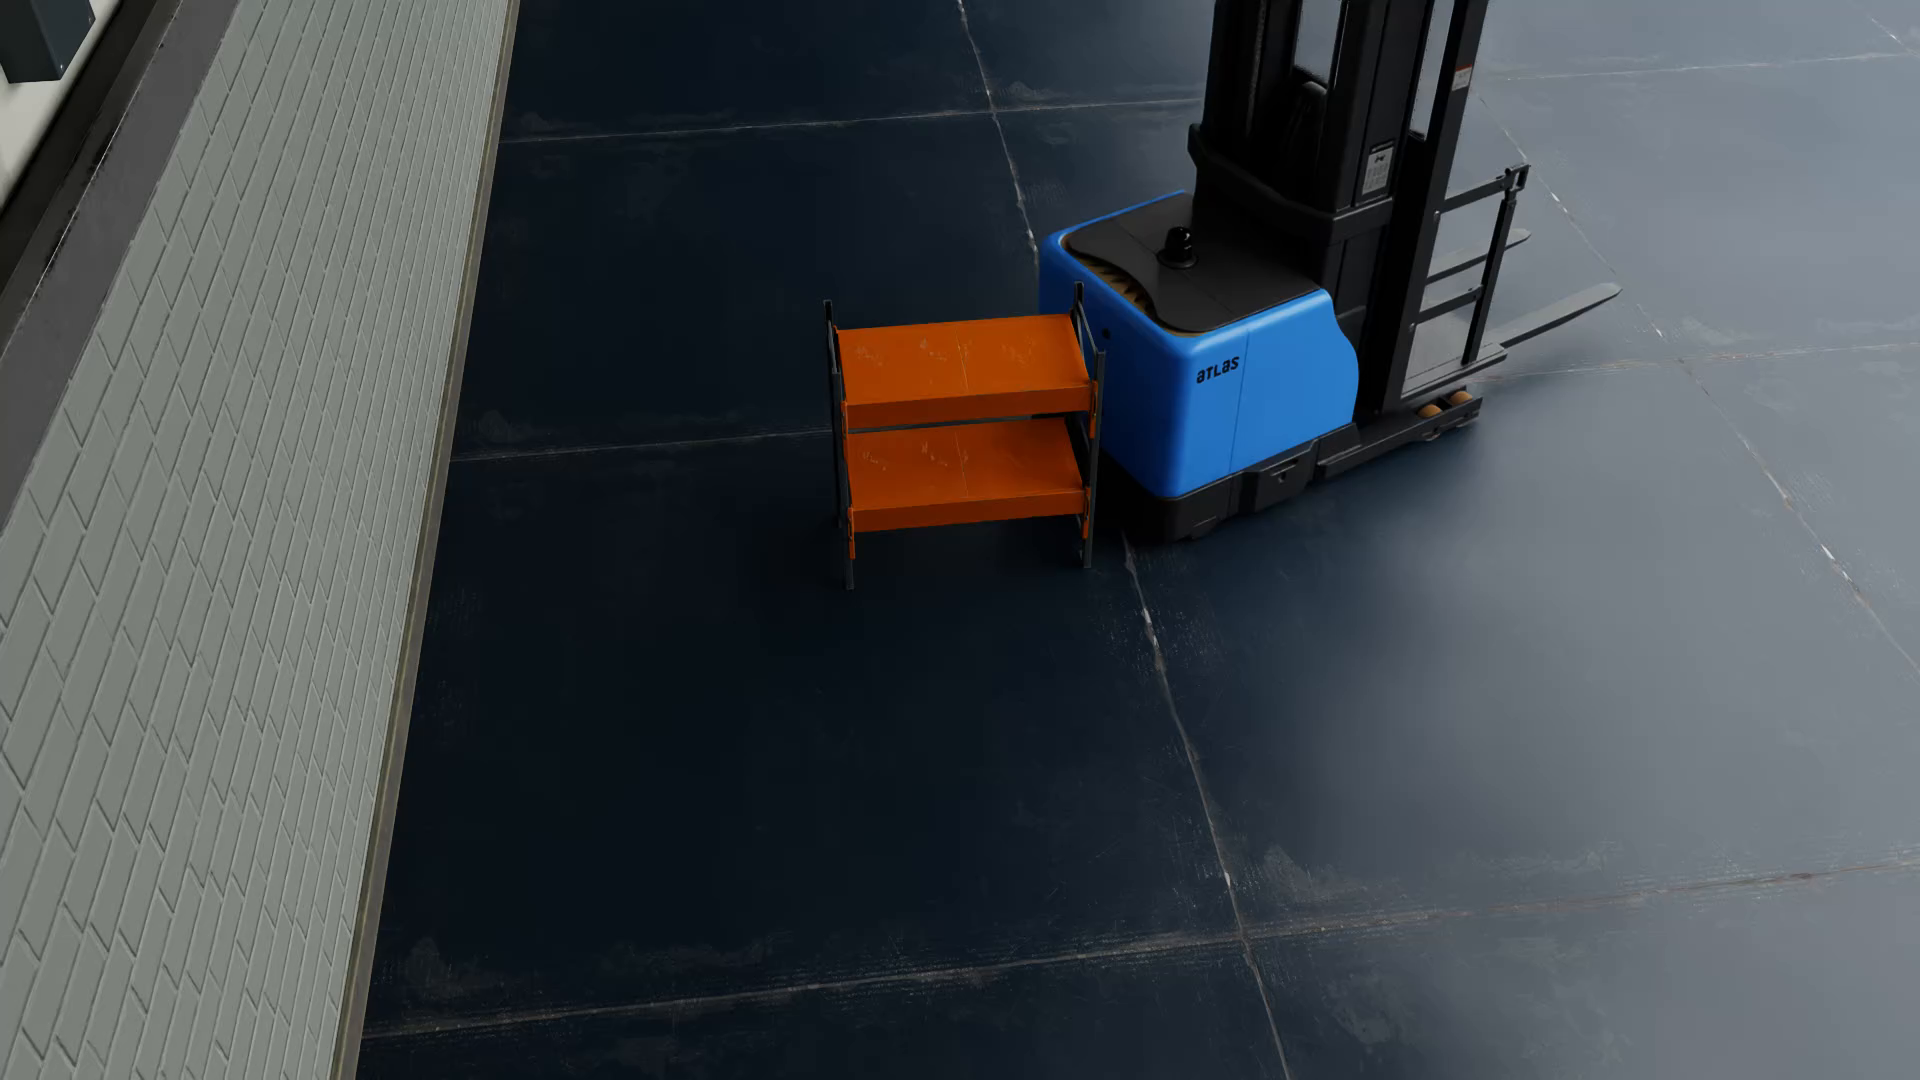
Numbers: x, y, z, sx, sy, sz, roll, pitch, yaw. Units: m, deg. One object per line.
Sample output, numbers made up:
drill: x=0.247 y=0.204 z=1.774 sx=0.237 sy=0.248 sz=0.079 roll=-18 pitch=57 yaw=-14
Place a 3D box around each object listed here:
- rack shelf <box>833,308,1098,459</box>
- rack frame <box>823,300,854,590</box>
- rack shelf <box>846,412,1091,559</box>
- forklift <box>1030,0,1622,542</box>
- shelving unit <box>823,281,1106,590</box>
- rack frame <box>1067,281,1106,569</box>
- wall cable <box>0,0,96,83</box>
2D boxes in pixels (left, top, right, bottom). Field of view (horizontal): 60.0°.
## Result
rack shelf: x=0.007 y=-0.636 z=6.678 sx=1.000 sy=0.278 sz=0.538 roll=-5 pitch=42 yaw=-6
rack frame: x=-0.497 y=-0.374 z=6.825 sx=0.032 sy=1.125 sz=0.500 roll=-5 pitch=42 yaw=-6
rack shelf: x=0.007 y=-0.237 z=7.038 sx=1.000 sy=0.278 sz=0.538 roll=-5 pitch=42 yaw=-6
forklift: x=1.849 y=-1.831 z=7.092 sx=3.031 sy=2.935 sz=1.130 roll=-23 pitch=47 yaw=-23
shelving unit: x=0.007 y=-0.418 z=6.874 sx=1.048 sy=1.125 sz=0.538 roll=-5 pitch=42 yaw=-6
rack frame: x=0.511 y=-0.462 z=6.923 sx=0.032 sy=1.125 sz=0.500 roll=-5 pitch=42 yaw=-6
wall cable: x=-2.114 y=-3.976 z=2.400 sx=0.169 sy=6.003 sz=2.305 roll=-5 pitch=42 yaw=-6
